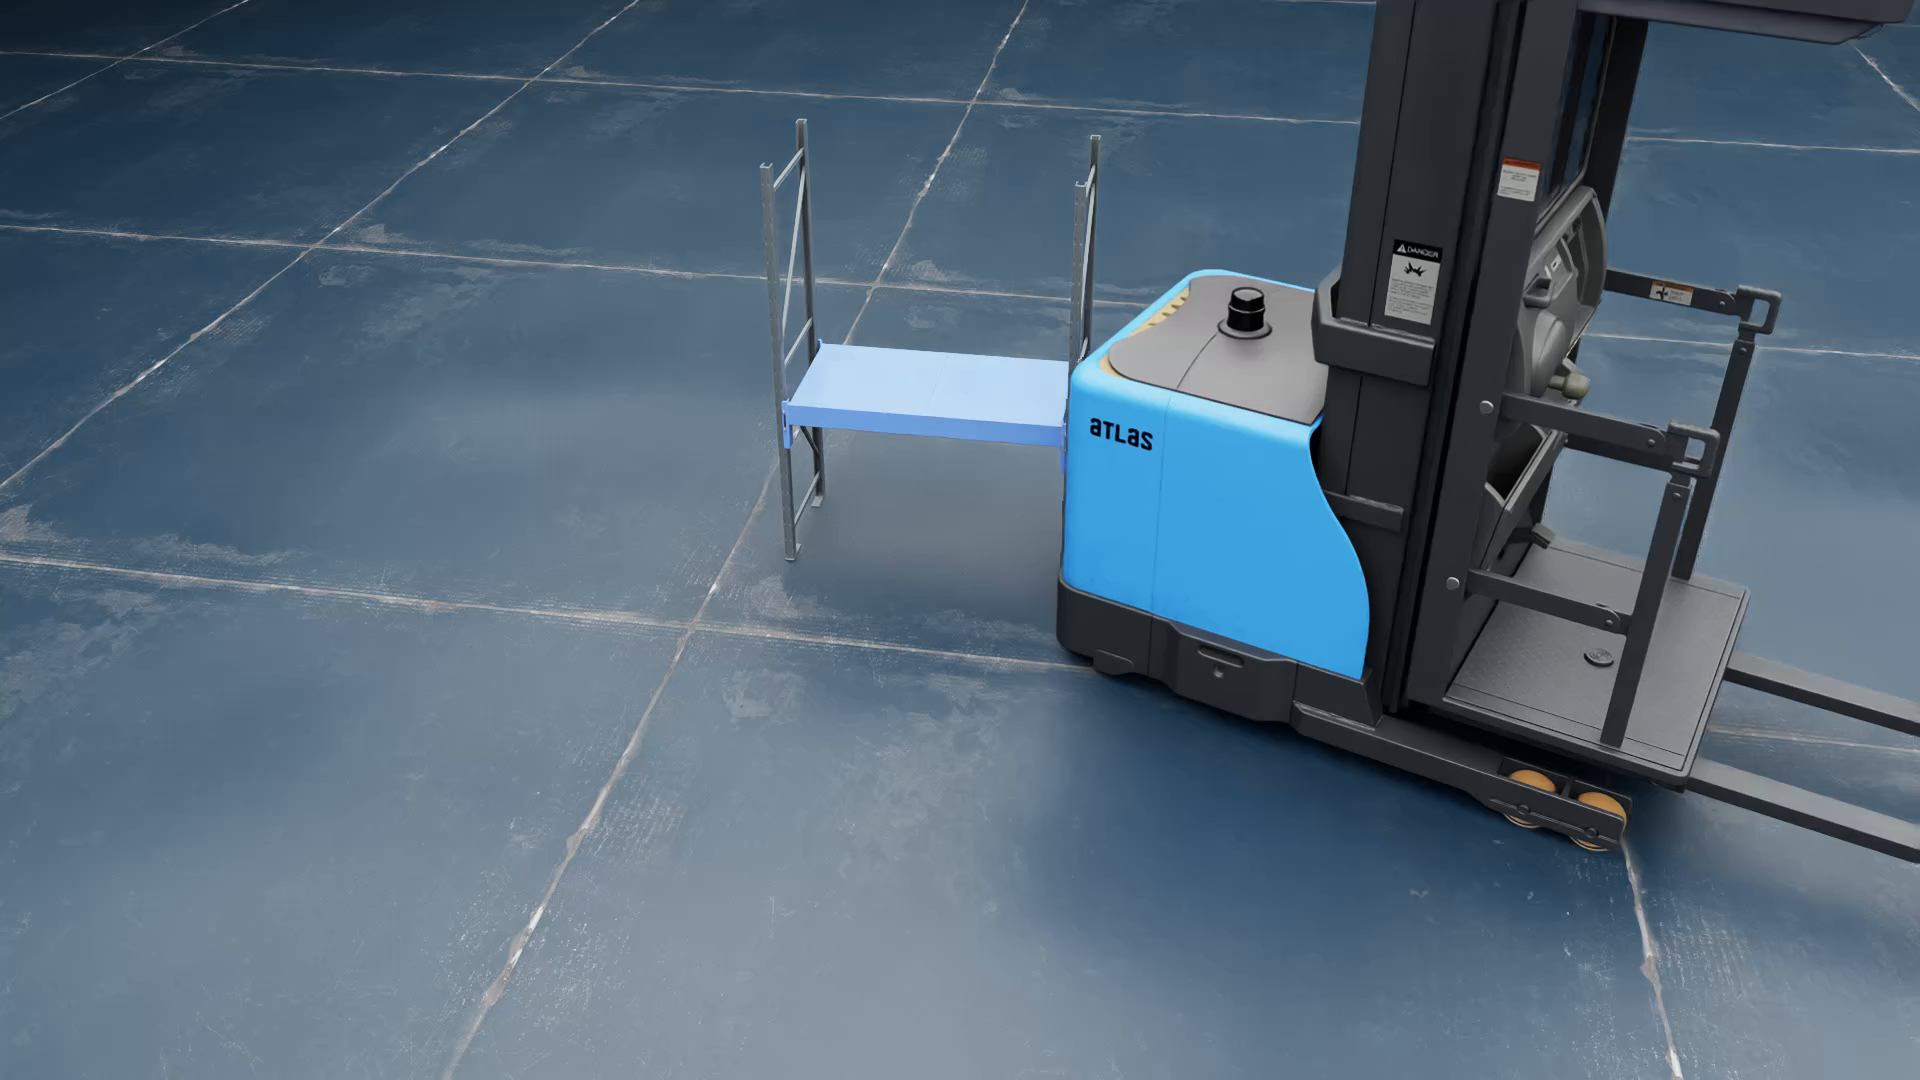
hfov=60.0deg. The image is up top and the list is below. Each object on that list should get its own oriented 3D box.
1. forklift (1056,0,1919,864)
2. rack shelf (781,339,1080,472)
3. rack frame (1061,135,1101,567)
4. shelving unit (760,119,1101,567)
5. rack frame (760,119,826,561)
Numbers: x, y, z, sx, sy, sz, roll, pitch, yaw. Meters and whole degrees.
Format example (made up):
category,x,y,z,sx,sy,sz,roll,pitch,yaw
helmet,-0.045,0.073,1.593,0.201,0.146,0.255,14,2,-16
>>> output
category,x,y,z,sx,sy,sz,roll,pitch,yaw
forklift,1.852,-0.666,4.552,3.031,2.935,1.130,18,36,26
rack shelf,-0.084,-0.491,5.960,1.000,0.185,0.538,5,32,8
rack frame,0.417,-0.598,5.792,0.032,1.500,0.500,5,32,8
shelving unit,-0.084,-0.643,5.864,1.048,1.500,0.538,5,32,8
rack frame,-0.585,-0.689,5.937,0.032,1.500,0.500,5,32,8
